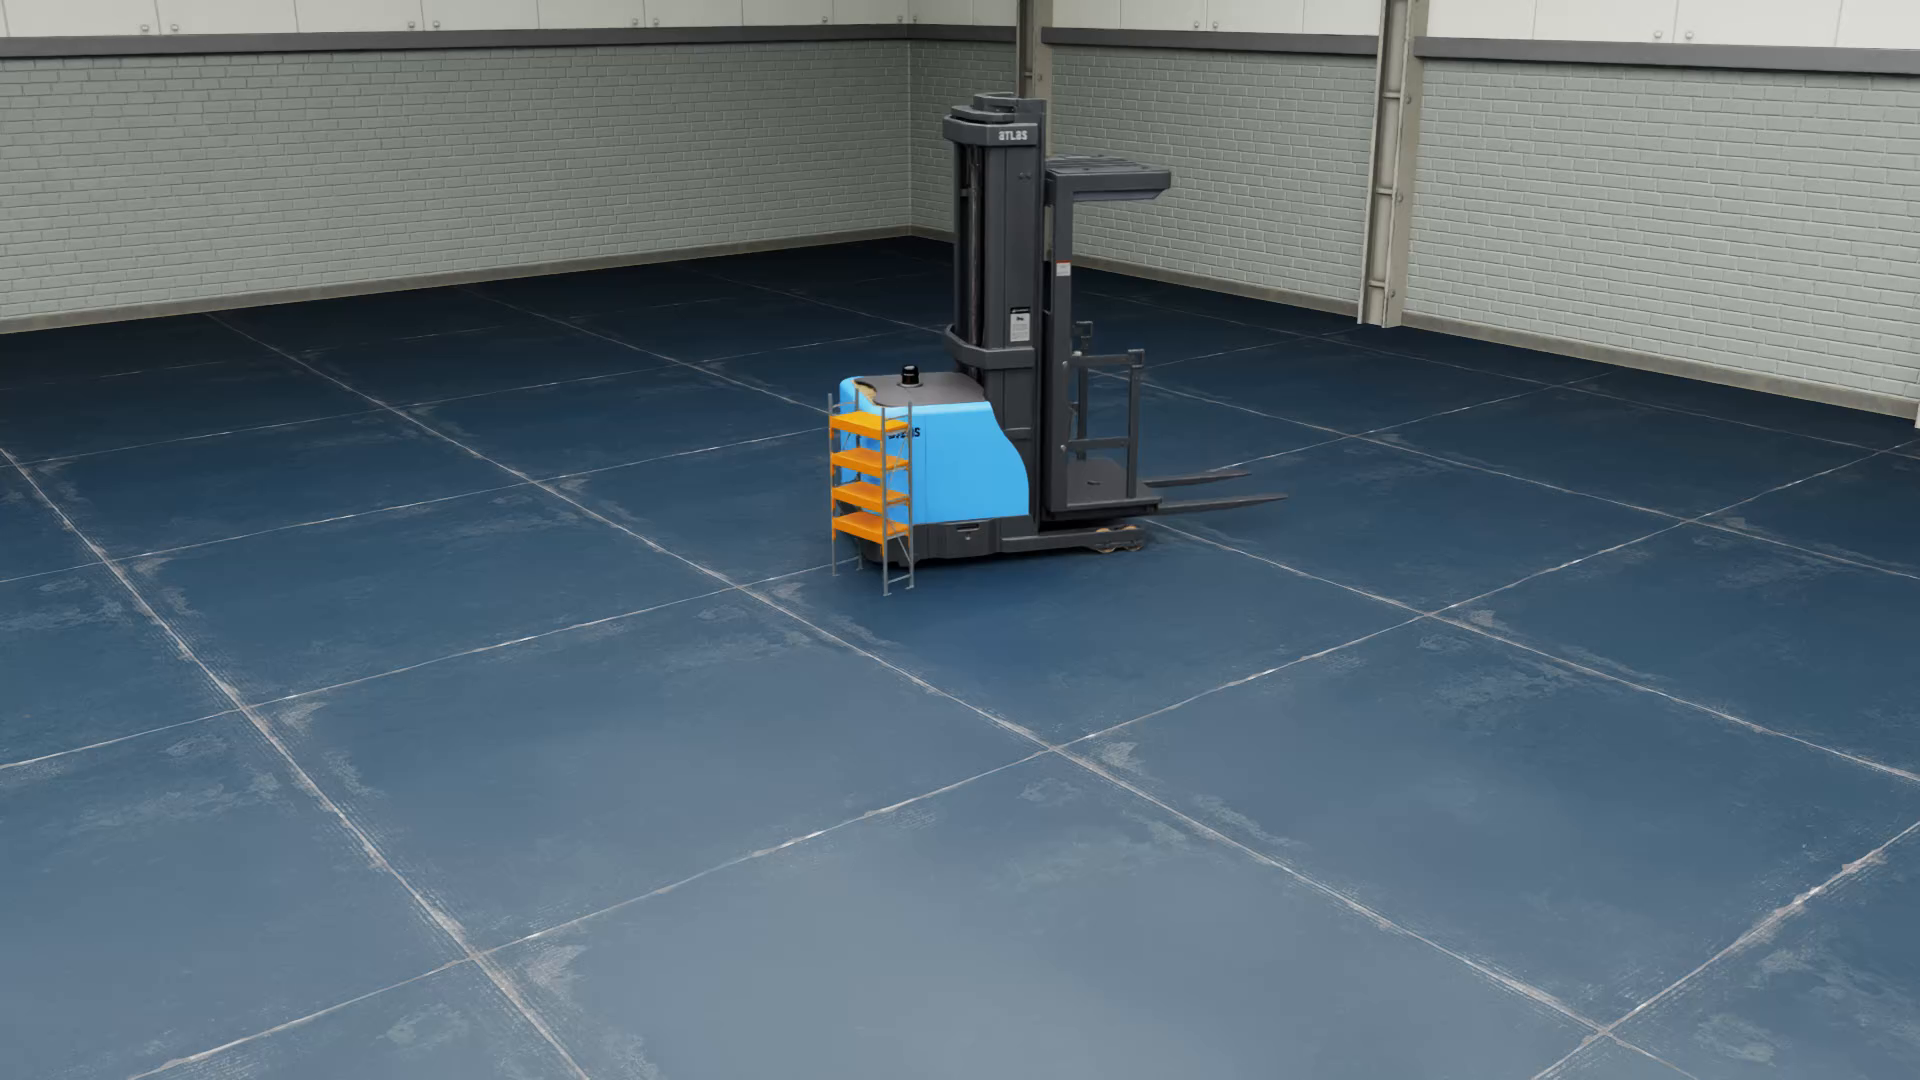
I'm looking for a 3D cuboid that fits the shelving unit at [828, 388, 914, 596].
[{"bbox_3d":[-0.553,-0.303,10.369,0.258,1.200,0.503,-17,25,-42],"label":"shelving unit"}]

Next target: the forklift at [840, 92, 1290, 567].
[{"bbox_3d":[0.750,-1.456,11.096,3.031,2.935,1.130,-5,19,-15],"label":"forklift"}]

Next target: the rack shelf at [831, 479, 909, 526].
[{"bbox_3d":[-0.553,-0.239,10.390,0.258,0.148,0.480,-17,25,-42],"label":"rack shelf"}]

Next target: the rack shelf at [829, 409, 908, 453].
[{"bbox_3d":[-0.553,-0.676,10.245,0.258,0.148,0.480,-17,25,-42],"label":"rack shelf"}]

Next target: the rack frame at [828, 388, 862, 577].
[{"bbox_3d":[-0.725,-0.358,10.533,0.240,1.200,0.015,-17,25,-42],"label":"rack frame"}]

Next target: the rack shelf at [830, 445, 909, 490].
[{"bbox_3d":[-0.553,-0.451,10.320,0.258,0.148,0.480,-17,25,-42],"label":"rack shelf"}]

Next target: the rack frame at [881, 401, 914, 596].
[{"bbox_3d":[-0.382,-0.248,10.204,0.240,1.200,0.015,-17,25,-42],"label":"rack frame"}]

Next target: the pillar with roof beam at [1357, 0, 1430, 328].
[{"bbox_3d":[1.344,-5.862,14.749,9.100,9.000,0.400,-14,23,-36],"label":"pillar with roof beam"}]

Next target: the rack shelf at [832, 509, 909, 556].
[{"bbox_3d":[-0.553,-0.051,10.452,0.258,0.148,0.480,-17,25,-42],"label":"rack shelf"}]

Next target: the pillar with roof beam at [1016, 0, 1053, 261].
[{"bbox_3d":[-2.381,-7.340,19.214,9.100,9.000,0.400,-14,23,-36],"label":"pillar with roof beam"}]

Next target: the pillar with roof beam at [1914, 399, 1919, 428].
[{"bbox_3d":[5.070,-4.383,10.284,9.100,9.000,0.400,-14,23,-36],"label":"pillar with roof beam"}]
